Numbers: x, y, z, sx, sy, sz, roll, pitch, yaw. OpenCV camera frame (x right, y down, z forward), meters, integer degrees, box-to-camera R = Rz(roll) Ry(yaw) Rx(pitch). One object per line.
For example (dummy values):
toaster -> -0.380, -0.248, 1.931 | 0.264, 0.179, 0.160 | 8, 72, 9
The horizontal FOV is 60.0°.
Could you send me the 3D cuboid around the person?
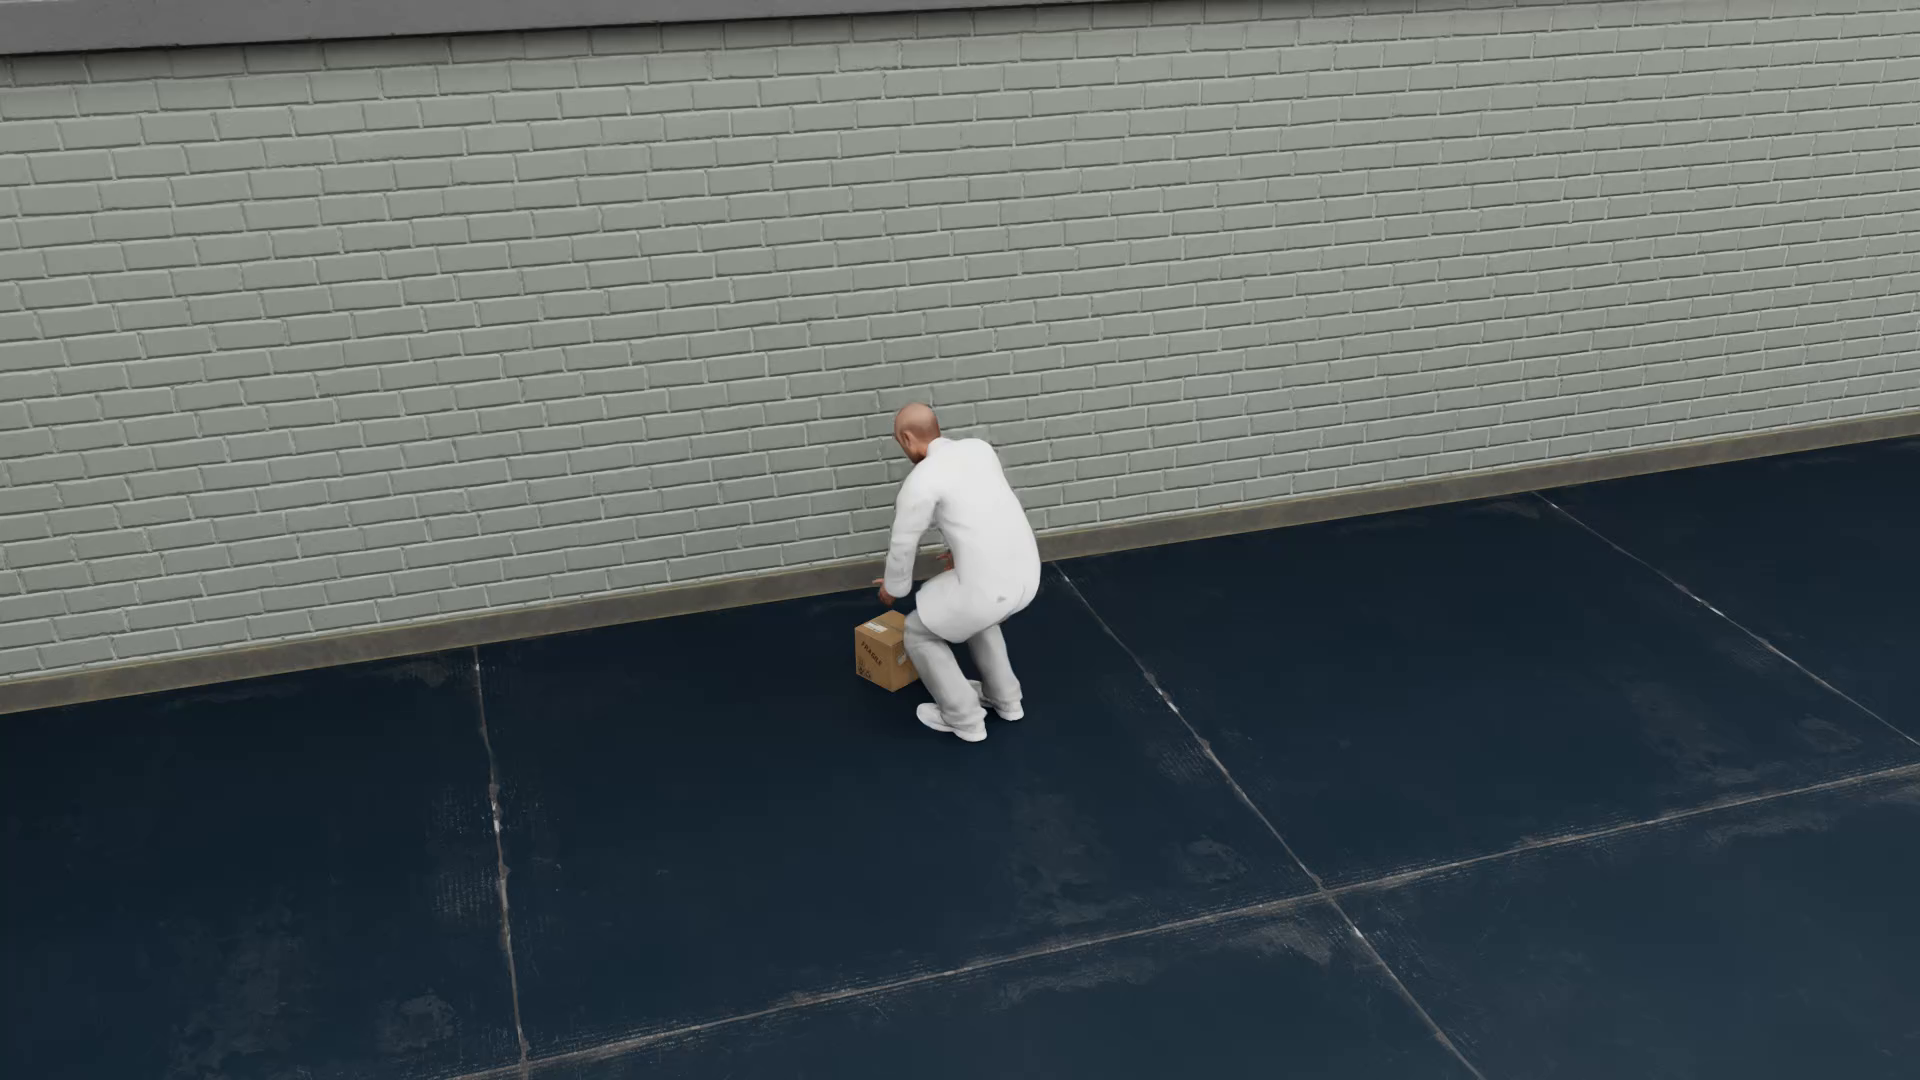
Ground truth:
person -> -0.001, 0.153, 7.207 | 0.701, 1.440, 0.631 | 23, 34, 38
